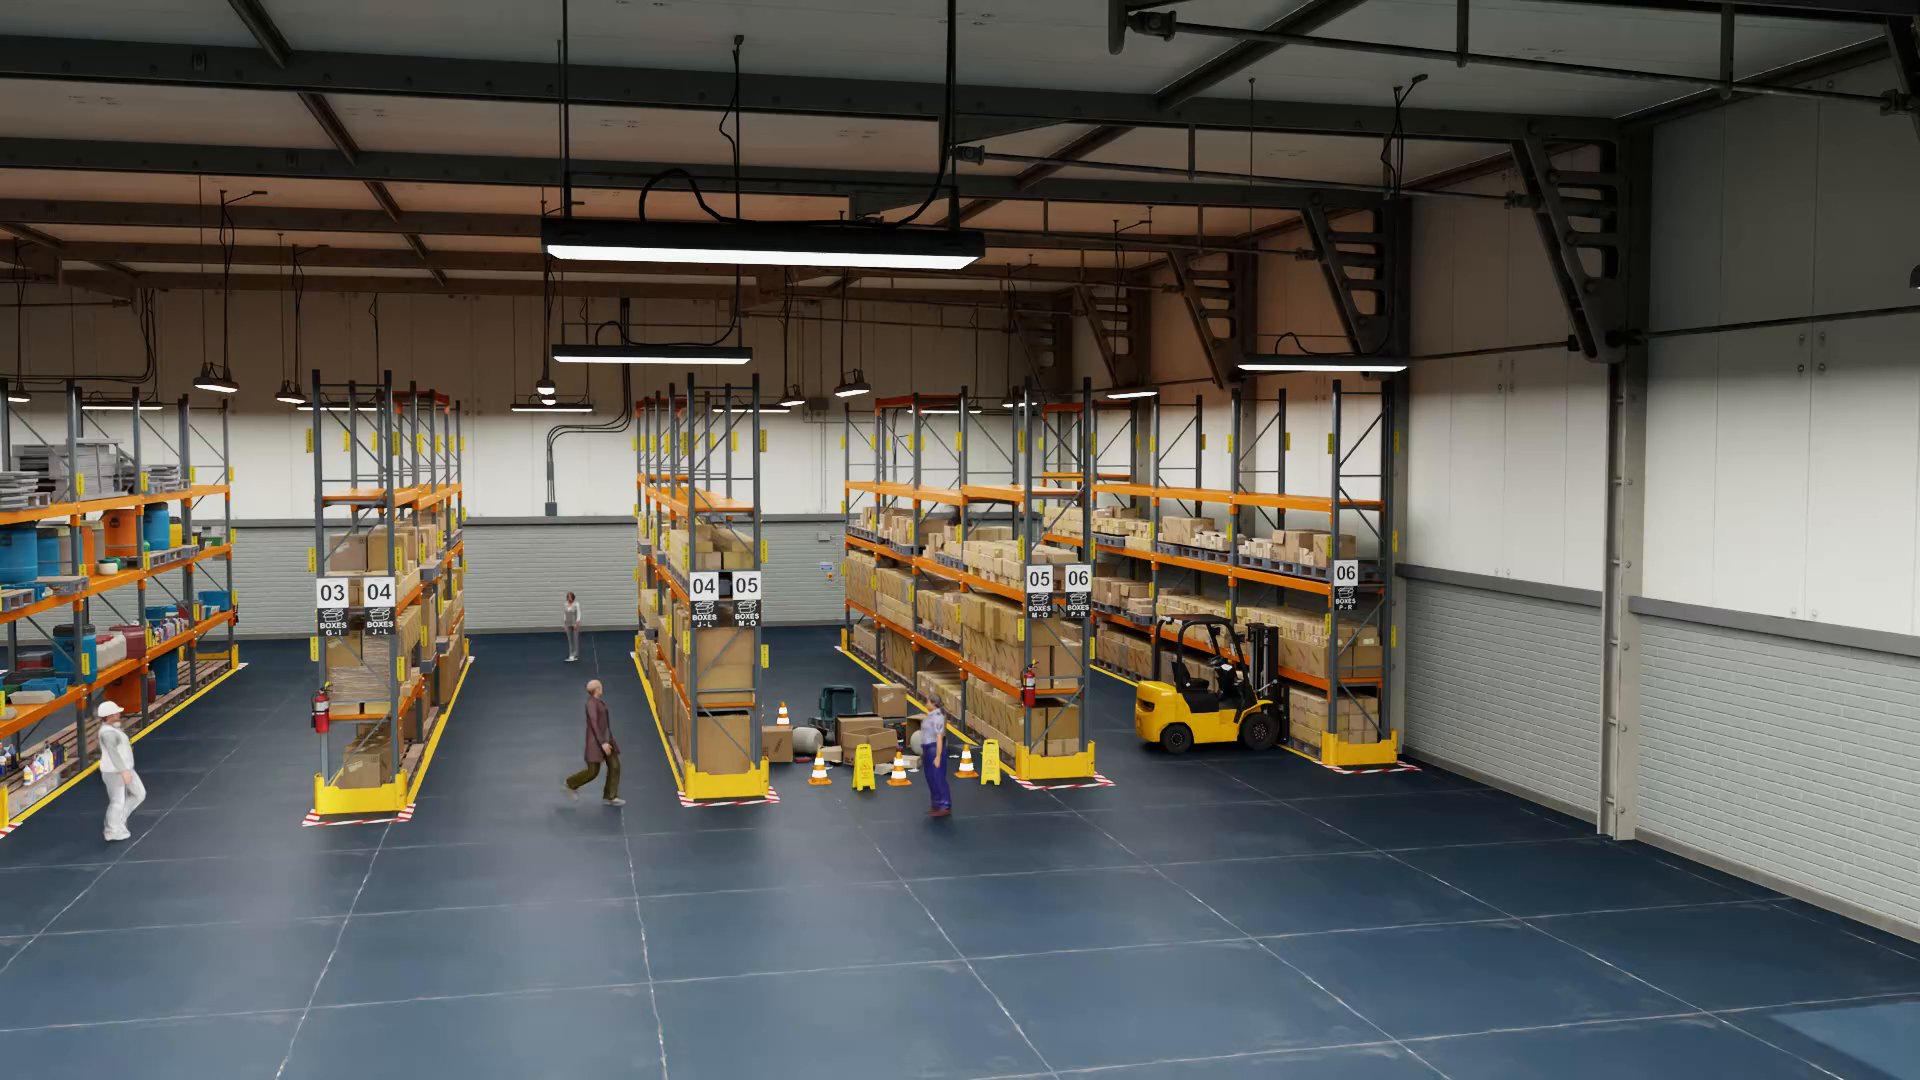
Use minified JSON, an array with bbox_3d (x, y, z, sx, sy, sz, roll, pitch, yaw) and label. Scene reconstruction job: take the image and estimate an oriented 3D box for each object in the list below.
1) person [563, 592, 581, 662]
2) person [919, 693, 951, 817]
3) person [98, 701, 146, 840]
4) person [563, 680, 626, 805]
[{"bbox_3d":[-8.930,1.994,38.279,0.439,1.605,0.371,1,3,17],"label":"person"},{"bbox_3d":[-0.339,2.909,22.373,0.390,1.674,0.603,-1,3,-18],"label":"person"},{"bbox_3d":[-10.589,2.898,20.914,0.497,1.764,0.532,0,3,-6],"label":"person"},{"bbox_3d":[-5.049,2.791,22.964,0.917,1.731,0.523,2,4,26],"label":"person"}]
